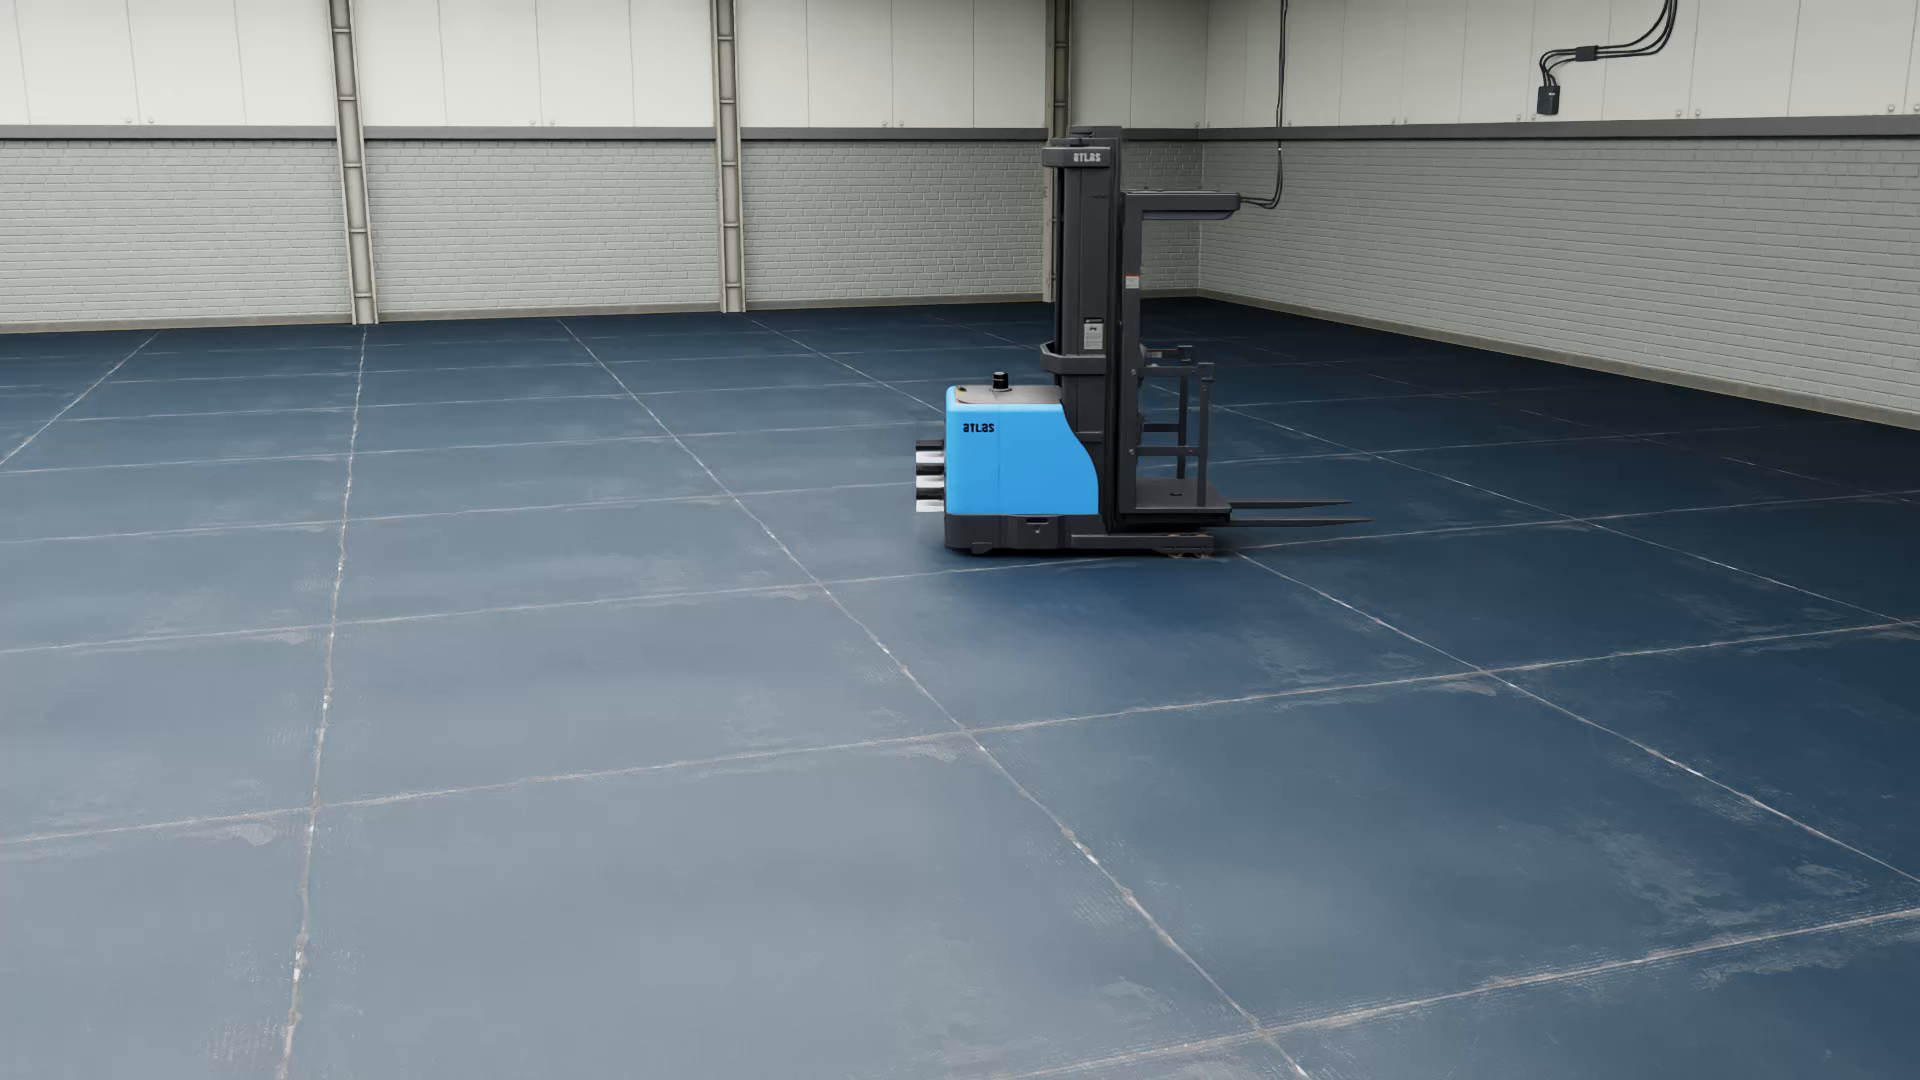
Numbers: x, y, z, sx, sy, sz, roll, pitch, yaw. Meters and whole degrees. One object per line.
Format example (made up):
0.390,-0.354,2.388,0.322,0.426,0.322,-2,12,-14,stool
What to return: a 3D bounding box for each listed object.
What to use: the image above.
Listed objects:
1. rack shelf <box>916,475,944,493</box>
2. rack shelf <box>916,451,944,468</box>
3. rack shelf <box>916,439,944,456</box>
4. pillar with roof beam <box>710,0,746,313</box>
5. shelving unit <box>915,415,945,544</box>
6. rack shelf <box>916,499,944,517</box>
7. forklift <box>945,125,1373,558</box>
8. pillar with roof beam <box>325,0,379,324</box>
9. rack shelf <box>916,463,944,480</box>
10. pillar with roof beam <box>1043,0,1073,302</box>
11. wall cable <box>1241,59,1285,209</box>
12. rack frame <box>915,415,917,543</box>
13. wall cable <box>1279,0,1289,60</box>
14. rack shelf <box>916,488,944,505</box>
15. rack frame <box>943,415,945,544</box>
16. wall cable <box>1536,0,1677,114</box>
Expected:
-0.218,-0.407,12.052,0.200,0.077,0.258,0,13,-1,rack shelf
-0.218,-0.582,12.010,0.200,0.077,0.258,0,13,-1,rack shelf
-0.218,-0.669,11.989,0.200,0.077,0.258,0,13,-1,rack shelf
-2.556,-7.388,23.757,0.400,9.000,9.100,-4,14,-18,pillar with roof beam
-0.218,-0.439,12.044,0.210,0.900,0.258,0,13,-1,shelving unit
-0.218,-0.231,12.093,0.200,0.077,0.258,0,13,-1,rack shelf
1.406,-1.423,11.792,3.031,2.935,1.130,0,13,-1,forklift
-8.243,-6.945,21.895,0.400,9.000,9.100,-4,14,-18,pillar with roof beam
-0.218,-0.494,12.031,0.200,0.077,0.258,0,13,-1,rack shelf
3.131,-7.831,25.619,0.400,9.000,9.100,-4,14,-18,pillar with roof beam
4.971,-7.192,29.642,0.112,2.526,3.097,-4,14,-18,wall cable
-0.320,-0.439,12.043,0.006,0.900,0.240,0,13,-1,rack frame
5.834,-9.056,26.563,0.112,2.526,3.097,-4,14,-18,wall cable
-0.218,-0.319,12.072,0.200,0.077,0.258,0,13,-1,rack shelf
-0.116,-0.439,12.045,0.006,0.900,0.240,0,13,-1,rack frame
7.984,-8.274,20.131,0.169,6.003,2.305,-4,14,-18,wall cable
